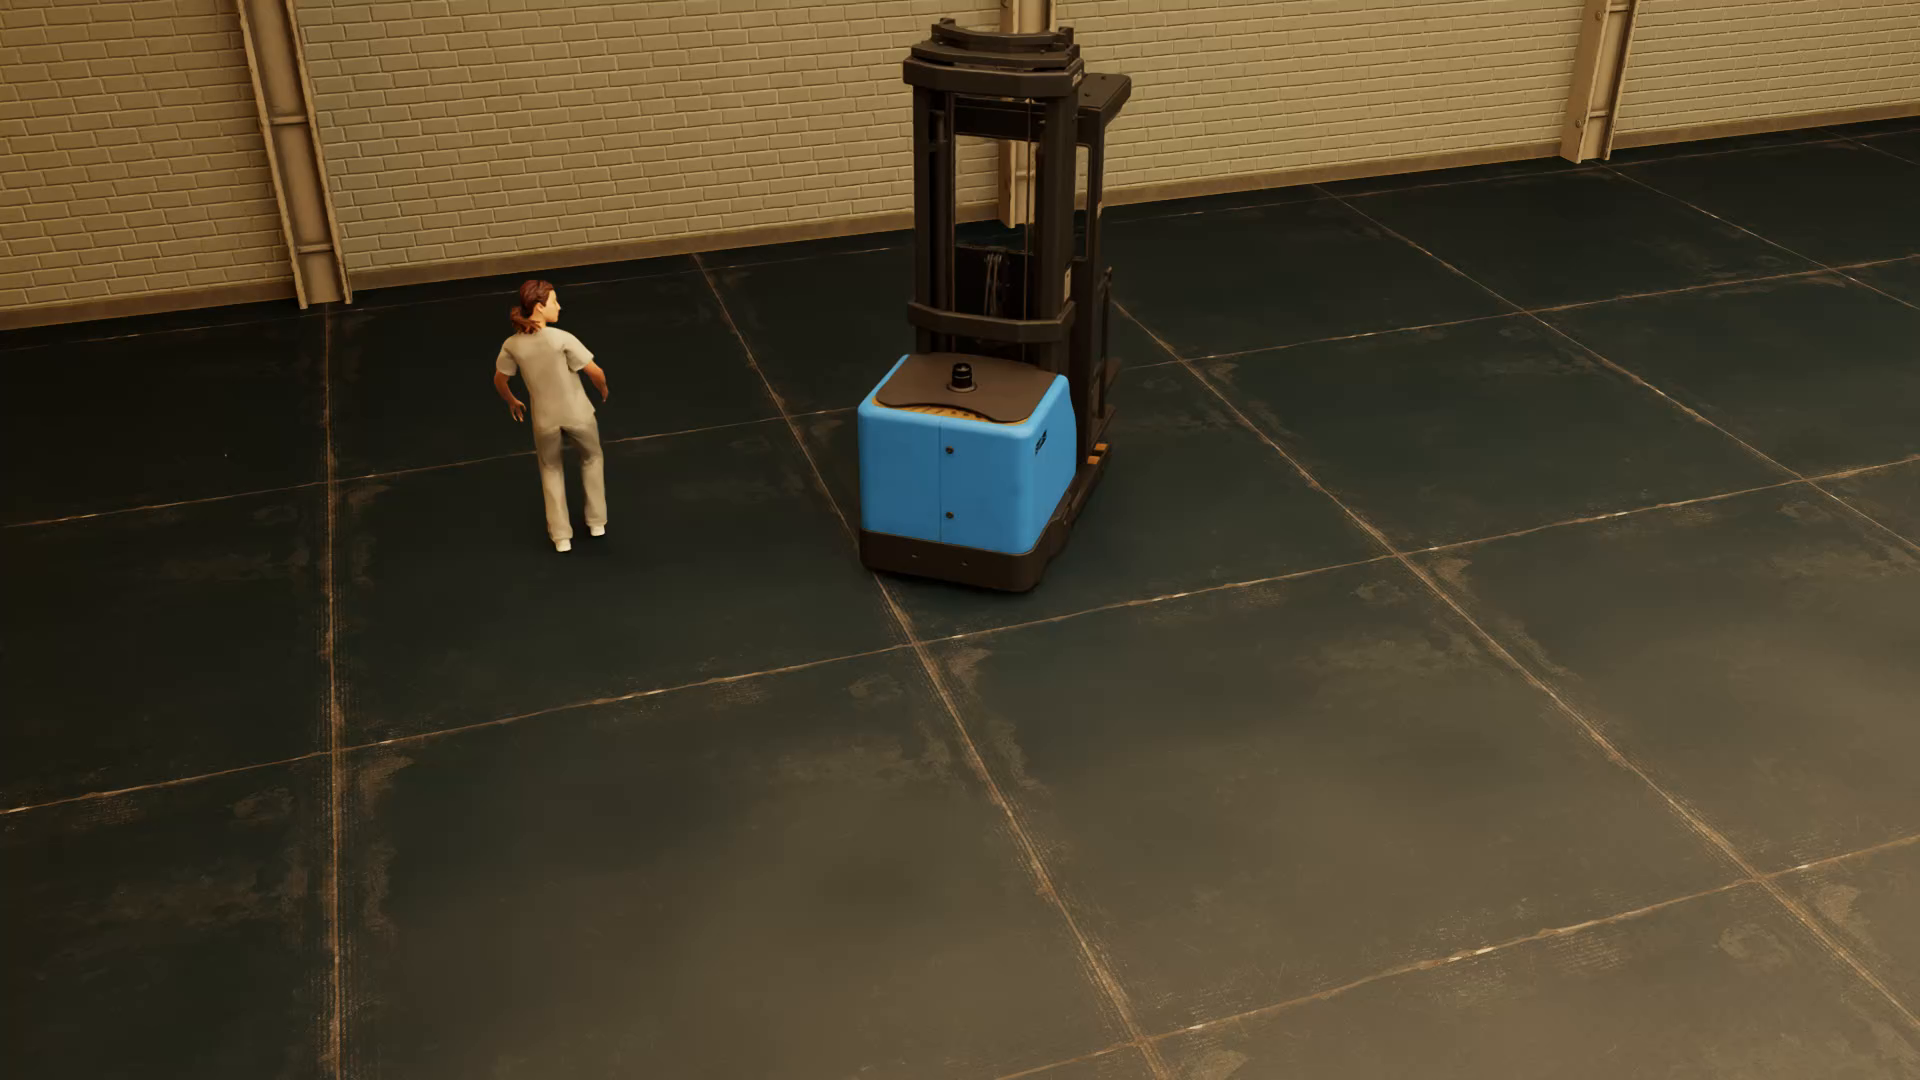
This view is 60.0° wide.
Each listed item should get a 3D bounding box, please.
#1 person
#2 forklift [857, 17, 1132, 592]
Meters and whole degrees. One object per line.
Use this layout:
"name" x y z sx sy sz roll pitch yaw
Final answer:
"person" -2.348 -0.737 9.686 0.638 1.633 0.473 -1 30 -2
"forklift" 0.358 -1.700 10.041 1.130 2.935 3.031 9 31 16
